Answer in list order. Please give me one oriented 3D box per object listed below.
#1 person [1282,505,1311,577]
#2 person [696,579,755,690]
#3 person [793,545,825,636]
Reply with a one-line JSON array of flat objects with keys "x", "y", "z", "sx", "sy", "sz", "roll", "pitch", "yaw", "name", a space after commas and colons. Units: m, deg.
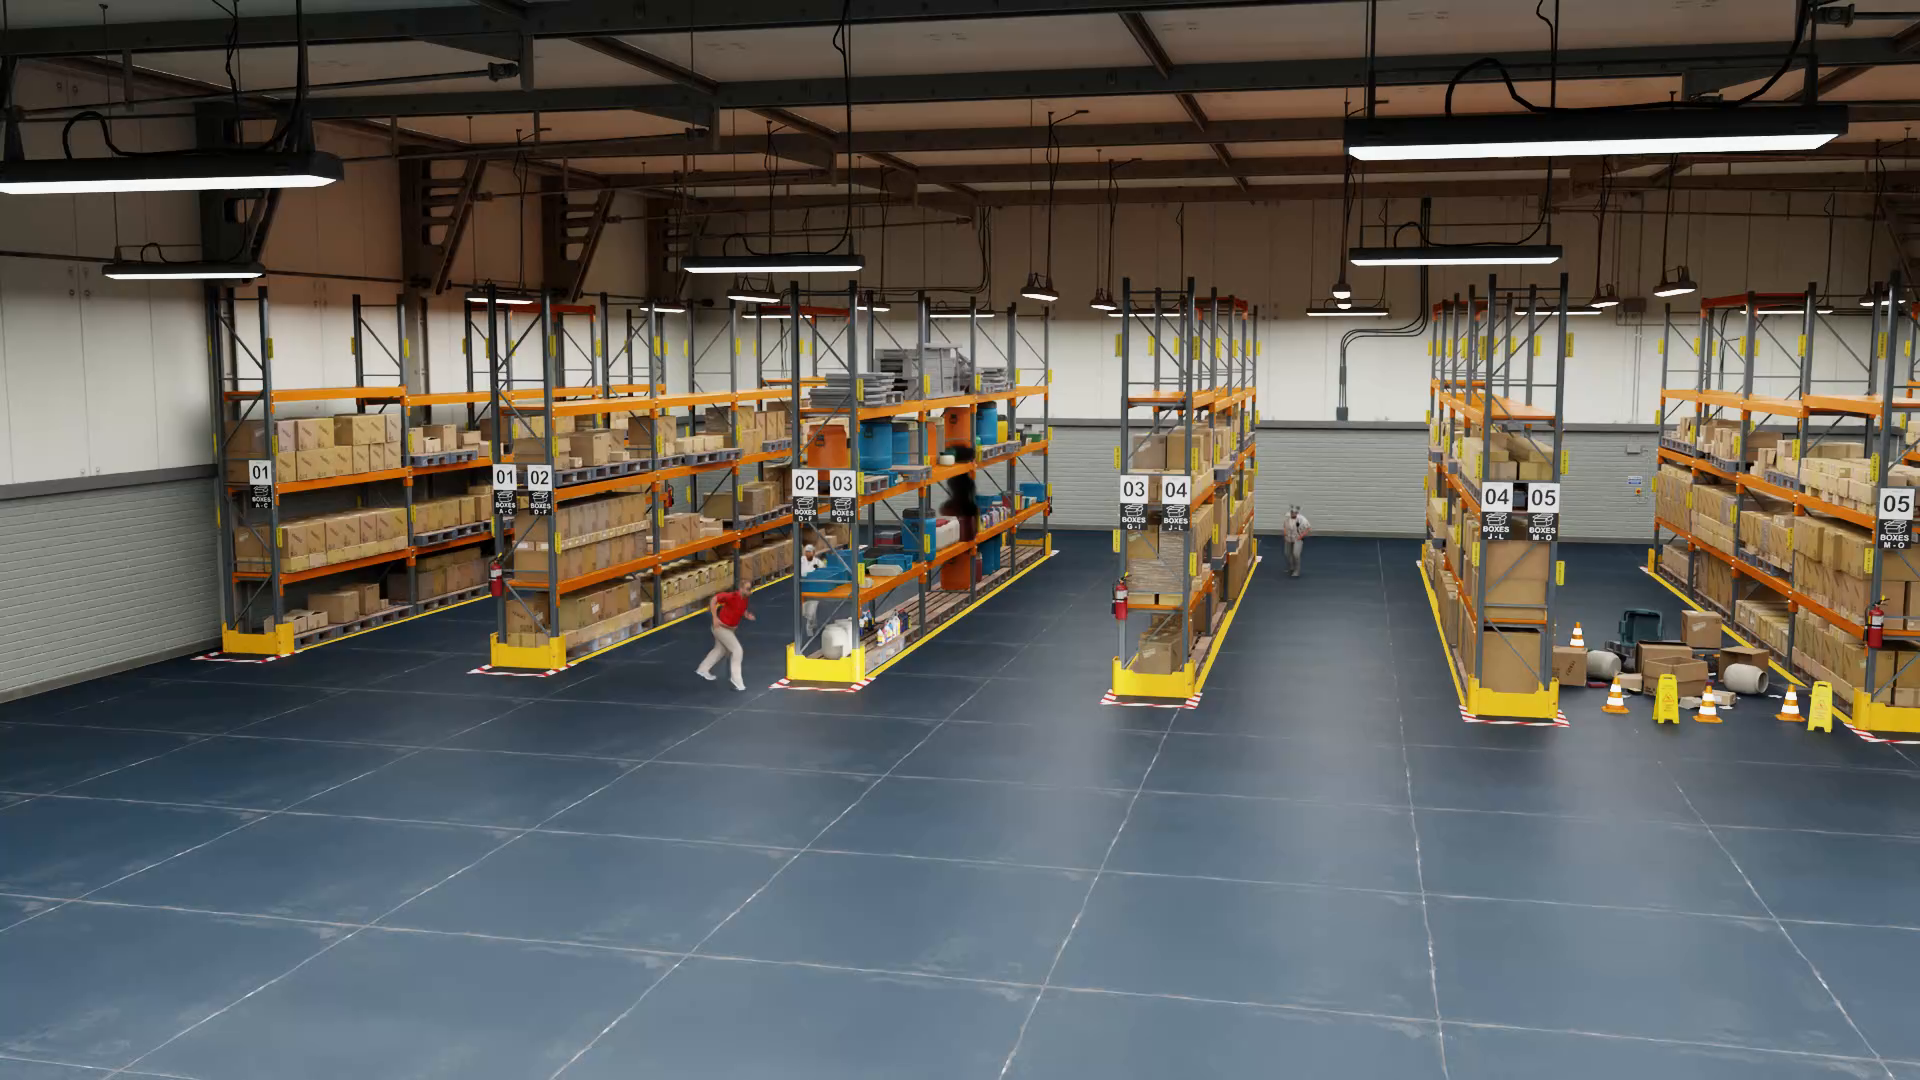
[{"x": 7.395, "y": 0.005, "z": 36.703, "sx": 0.760, "sy": 1.615, "sz": 0.799, "roll": 5, "pitch": 8, "yaw": 36, "name": "person"}, {"x": -3.505, "y": 1.406, "z": 24.638, "sx": 1.008, "sy": 1.698, "sz": 0.708, "roll": 3, "pitch": 7, "yaw": 24, "name": "person"}, {"x": -2.630, "y": 0.870, "z": 29.183, "sx": 0.602, "sy": 1.616, "sz": 0.562, "roll": 1, "pitch": 7, "yaw": 6, "name": "person"}]
